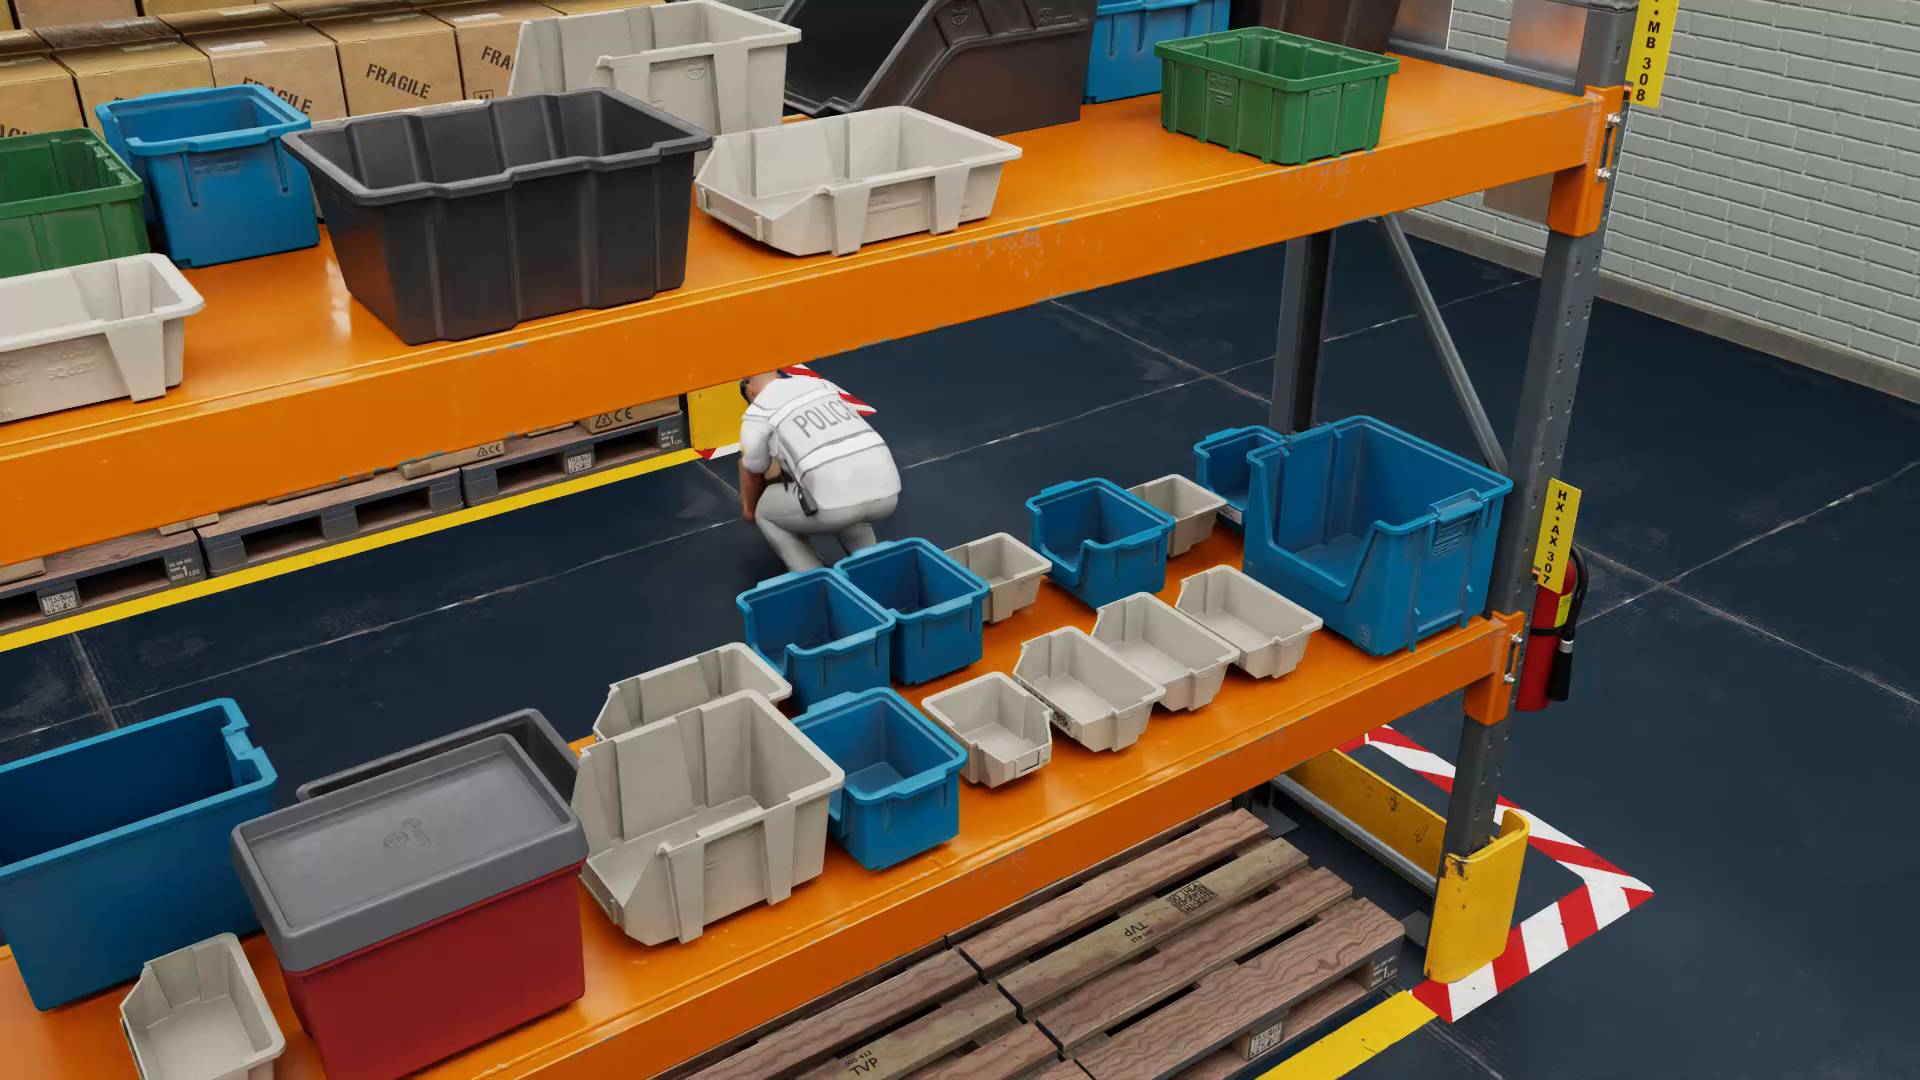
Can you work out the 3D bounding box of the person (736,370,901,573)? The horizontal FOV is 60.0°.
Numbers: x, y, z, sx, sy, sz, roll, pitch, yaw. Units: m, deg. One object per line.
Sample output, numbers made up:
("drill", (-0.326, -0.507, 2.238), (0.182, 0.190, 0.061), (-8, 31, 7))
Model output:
("person", (-0.664, -0.277, 7.402), (0.532, 1.027, 0.968), (-20, 34, -32))
